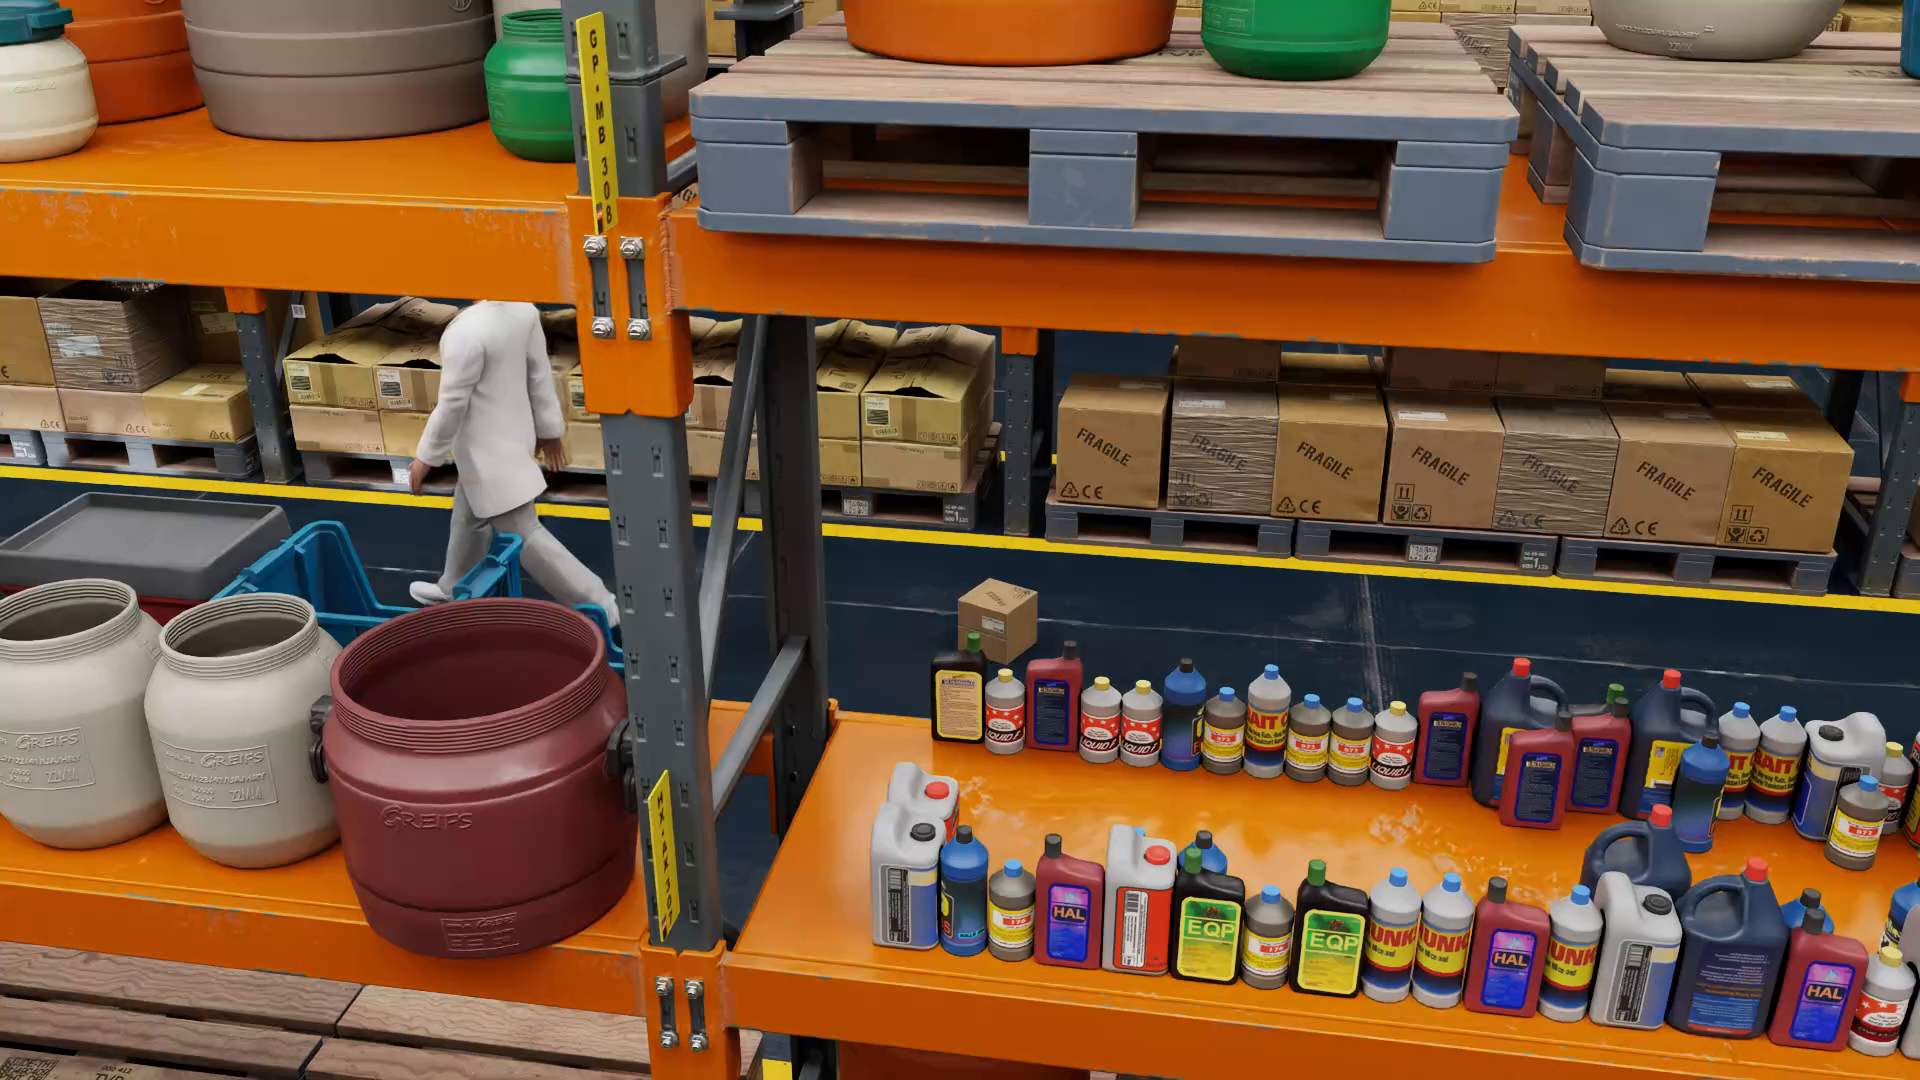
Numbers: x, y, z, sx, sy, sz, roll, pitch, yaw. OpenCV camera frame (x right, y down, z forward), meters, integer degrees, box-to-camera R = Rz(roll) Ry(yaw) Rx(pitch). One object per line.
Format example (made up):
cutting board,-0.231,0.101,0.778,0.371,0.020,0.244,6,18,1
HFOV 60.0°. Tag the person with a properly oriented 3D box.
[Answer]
person,-1.981,-0.394,6.989,1.117,1.733,0.617,5,25,12
